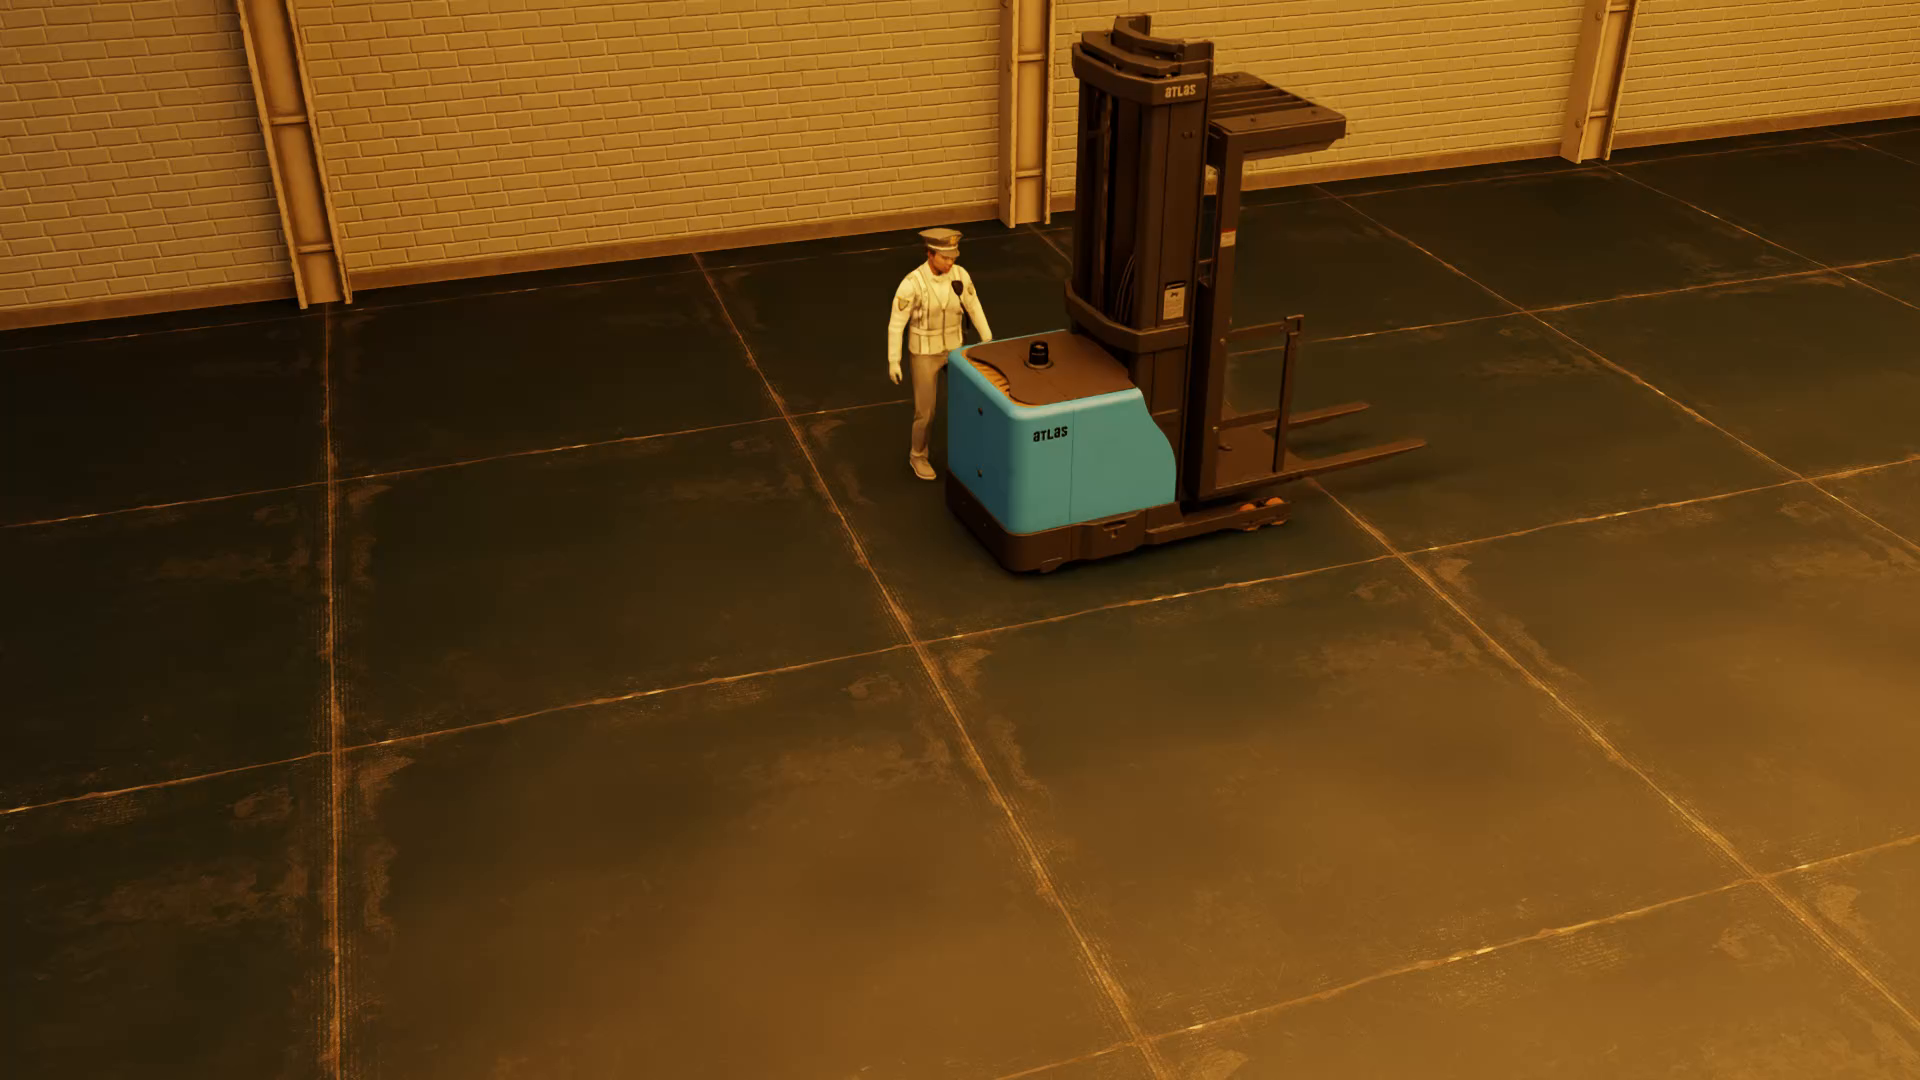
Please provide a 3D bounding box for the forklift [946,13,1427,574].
[{"bbox_3d":[1.477,-1.550,9.781,3.031,2.935,1.130,-12,32,-20],"label":"forklift"}]

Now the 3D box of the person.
[{"bbox_3d":[-0.123,-1.171,10.421,0.701,1.642,0.343,-14,33,-22],"label":"person"}]
